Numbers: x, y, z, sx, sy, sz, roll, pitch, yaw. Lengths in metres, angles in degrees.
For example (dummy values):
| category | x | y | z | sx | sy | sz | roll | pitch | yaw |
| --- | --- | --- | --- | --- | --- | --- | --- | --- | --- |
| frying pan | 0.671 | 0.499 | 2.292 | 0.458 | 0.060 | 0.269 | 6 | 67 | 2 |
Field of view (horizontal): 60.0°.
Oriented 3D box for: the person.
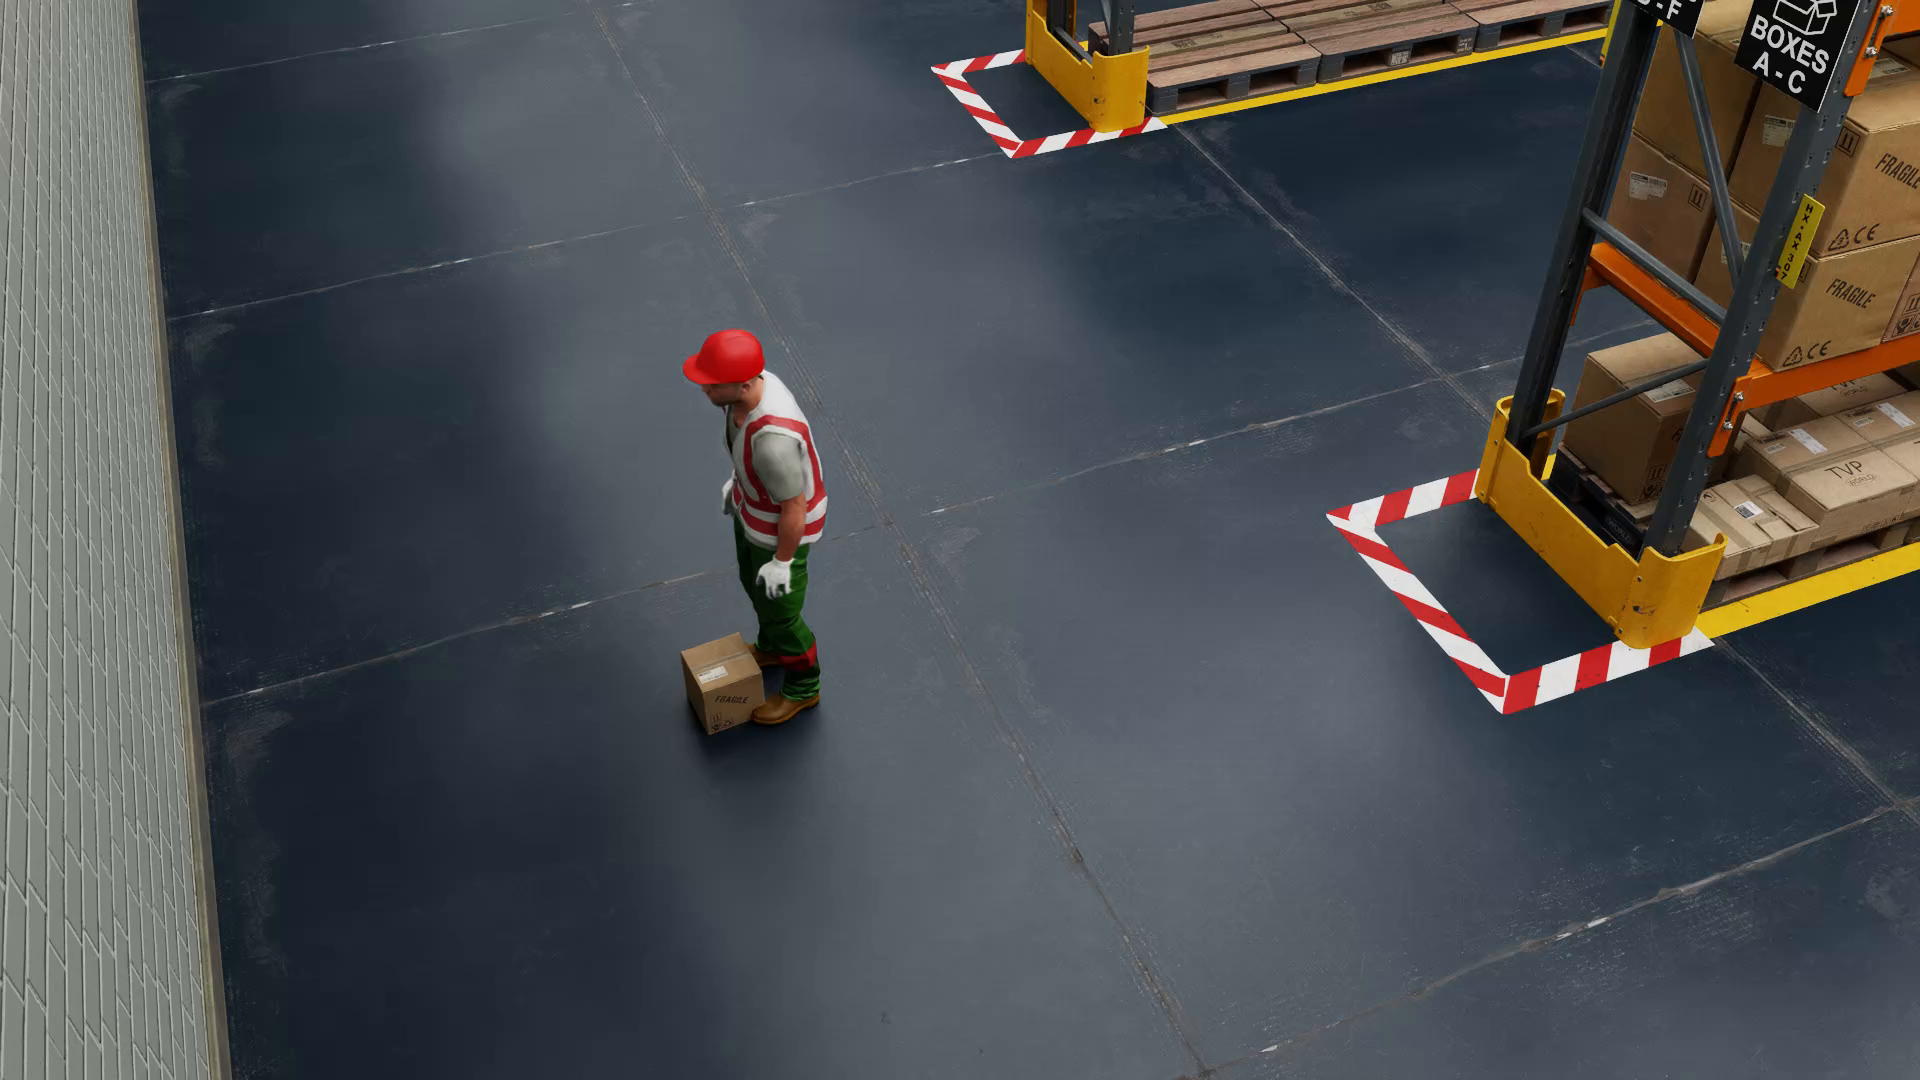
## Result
| category | x | y | z | sx | sy | sz | roll | pitch | yaw |
| --- | --- | --- | --- | --- | --- | --- | --- | --- | --- |
| person | -0.735 | -0.056 | 6.211 | 0.449 | 1.780 | 0.607 | -15 | 44 | -17 |
